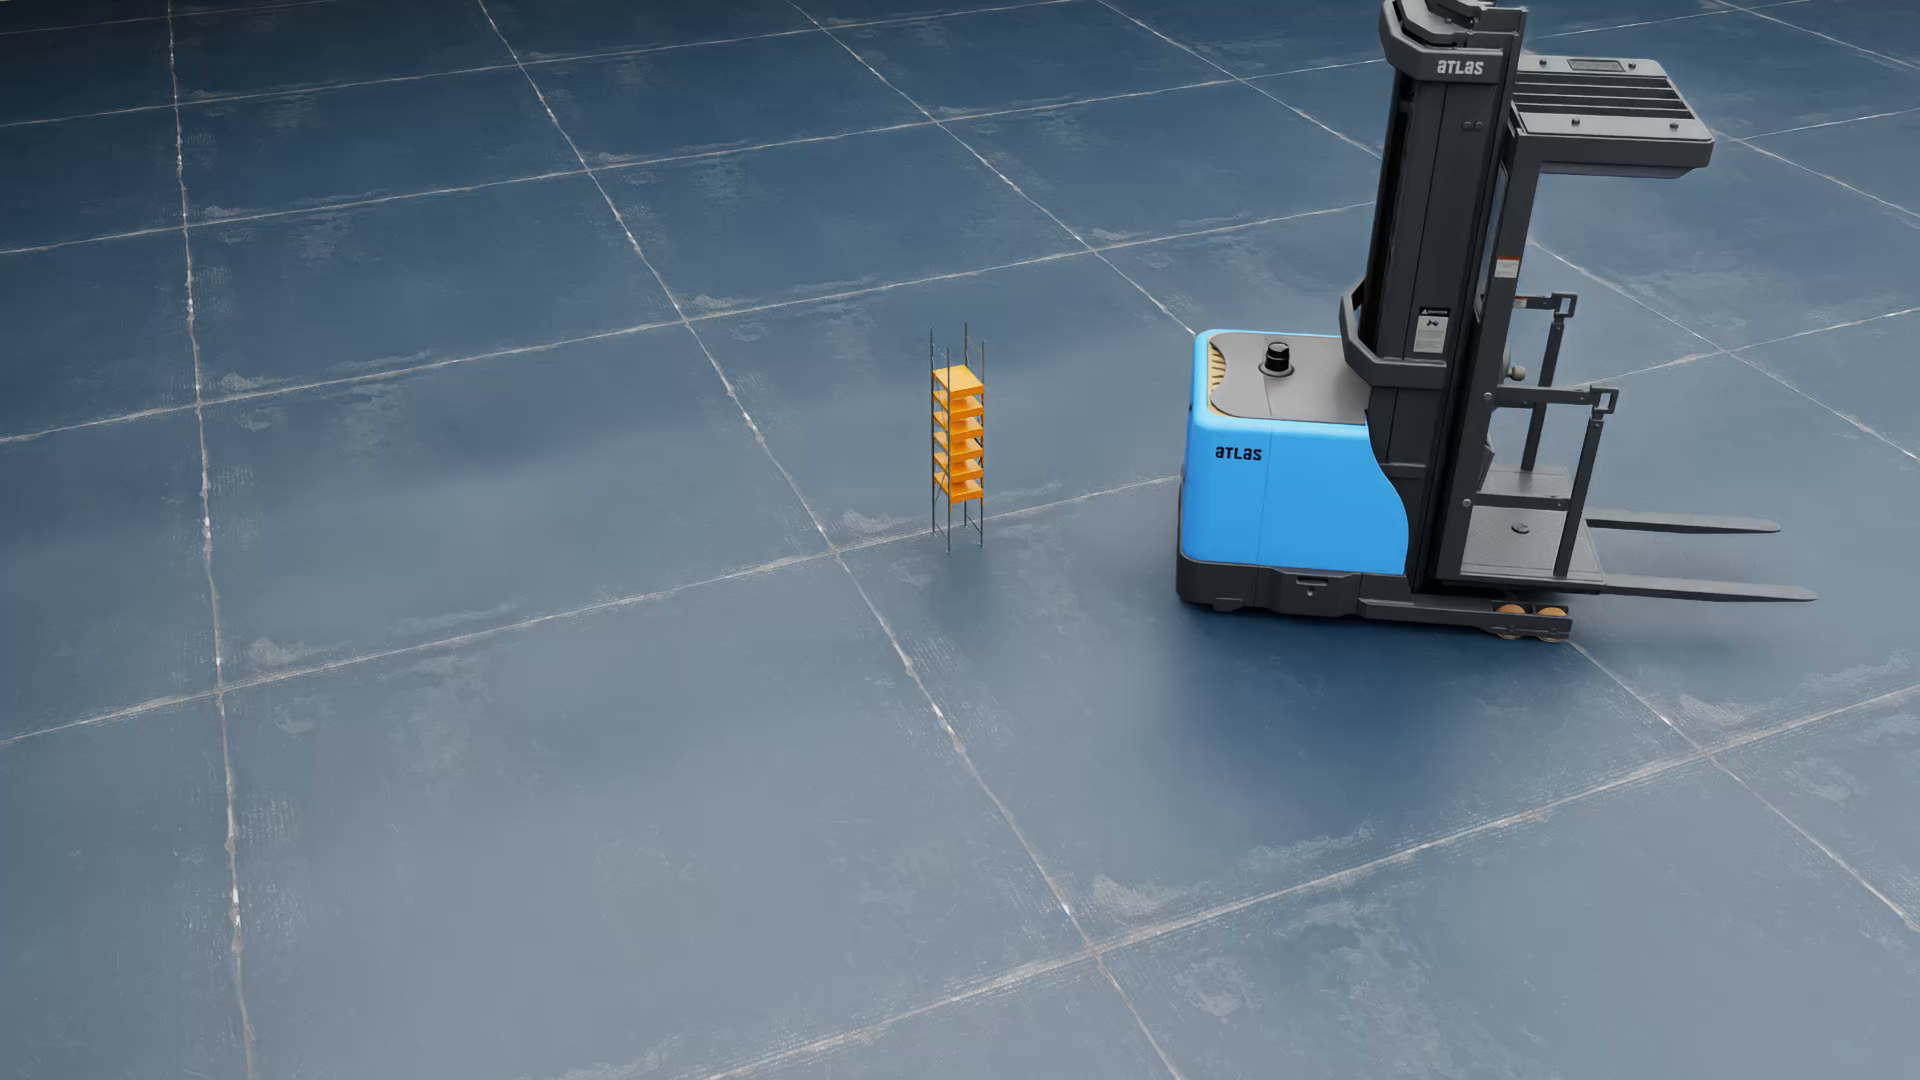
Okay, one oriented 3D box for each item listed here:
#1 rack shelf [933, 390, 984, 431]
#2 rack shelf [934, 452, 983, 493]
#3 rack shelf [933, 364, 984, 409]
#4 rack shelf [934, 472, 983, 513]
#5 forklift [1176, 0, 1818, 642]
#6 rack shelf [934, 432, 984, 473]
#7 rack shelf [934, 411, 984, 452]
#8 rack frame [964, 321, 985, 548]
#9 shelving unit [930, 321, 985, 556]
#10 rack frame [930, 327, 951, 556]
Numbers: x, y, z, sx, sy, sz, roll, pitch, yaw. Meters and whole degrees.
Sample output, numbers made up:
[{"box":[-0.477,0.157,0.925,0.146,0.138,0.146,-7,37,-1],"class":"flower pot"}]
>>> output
[{"box":[-0.013,-0.664,8.311,0.180,0.103,0.258,-13,35,-19],"class":"rack shelf"},{"box":[-0.013,-0.362,8.508,0.180,0.103,0.258,-13,35,-19],"class":"rack shelf"},{"box":[-0.013,-0.764,8.246,0.180,0.103,0.258,-13,35,-19],"class":"rack shelf"},{"box":[-0.013,-0.261,8.573,0.180,0.103,0.258,-13,35,-19],"class":"rack shelf"},{"box":[2.626,-1.046,7.671,3.031,2.935,1.130,4,33,6],"class":"forklift"},{"box":[-0.013,-0.463,8.442,0.180,0.103,0.258,-13,35,-19],"class":"rack shelf"},{"box":[-0.013,-0.563,8.377,0.180,0.103,0.258,-13,35,-19],"class":"rack shelf"},{"box":[0.071,-0.519,8.448,0.006,1.200,0.240,-13,35,-19],"class":"rack frame"},{"box":[-0.013,-0.500,8.418,0.189,1.200,0.258,-13,35,-19],"class":"shelving unit"},{"box":[-0.098,-0.481,8.388,0.006,1.200,0.240,-13,35,-19],"class":"rack frame"}]
